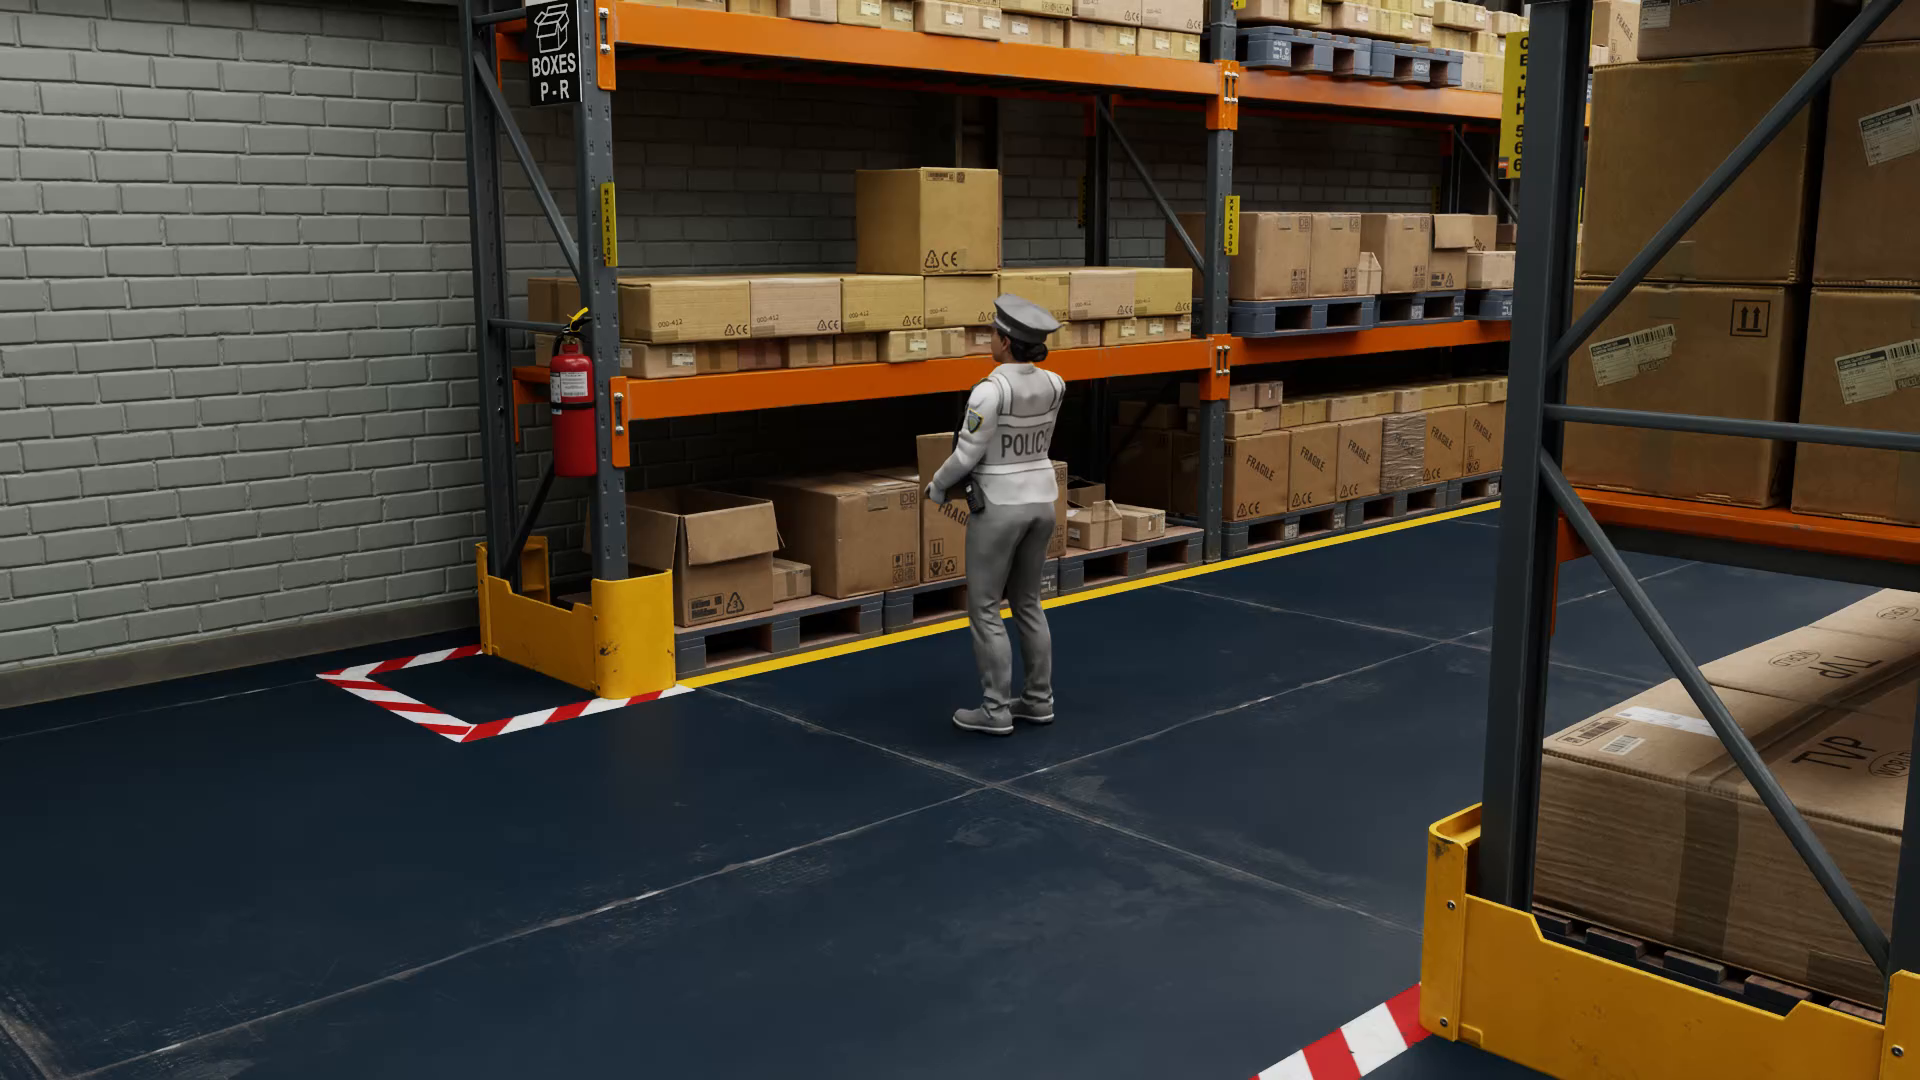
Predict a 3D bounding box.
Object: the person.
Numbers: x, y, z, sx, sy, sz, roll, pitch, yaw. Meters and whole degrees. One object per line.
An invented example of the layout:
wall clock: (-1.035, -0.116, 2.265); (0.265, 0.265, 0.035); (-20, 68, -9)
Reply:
person: (0.145, -0.108, 6.427); (0.459, 1.686, 0.556); (-10, 14, -42)
